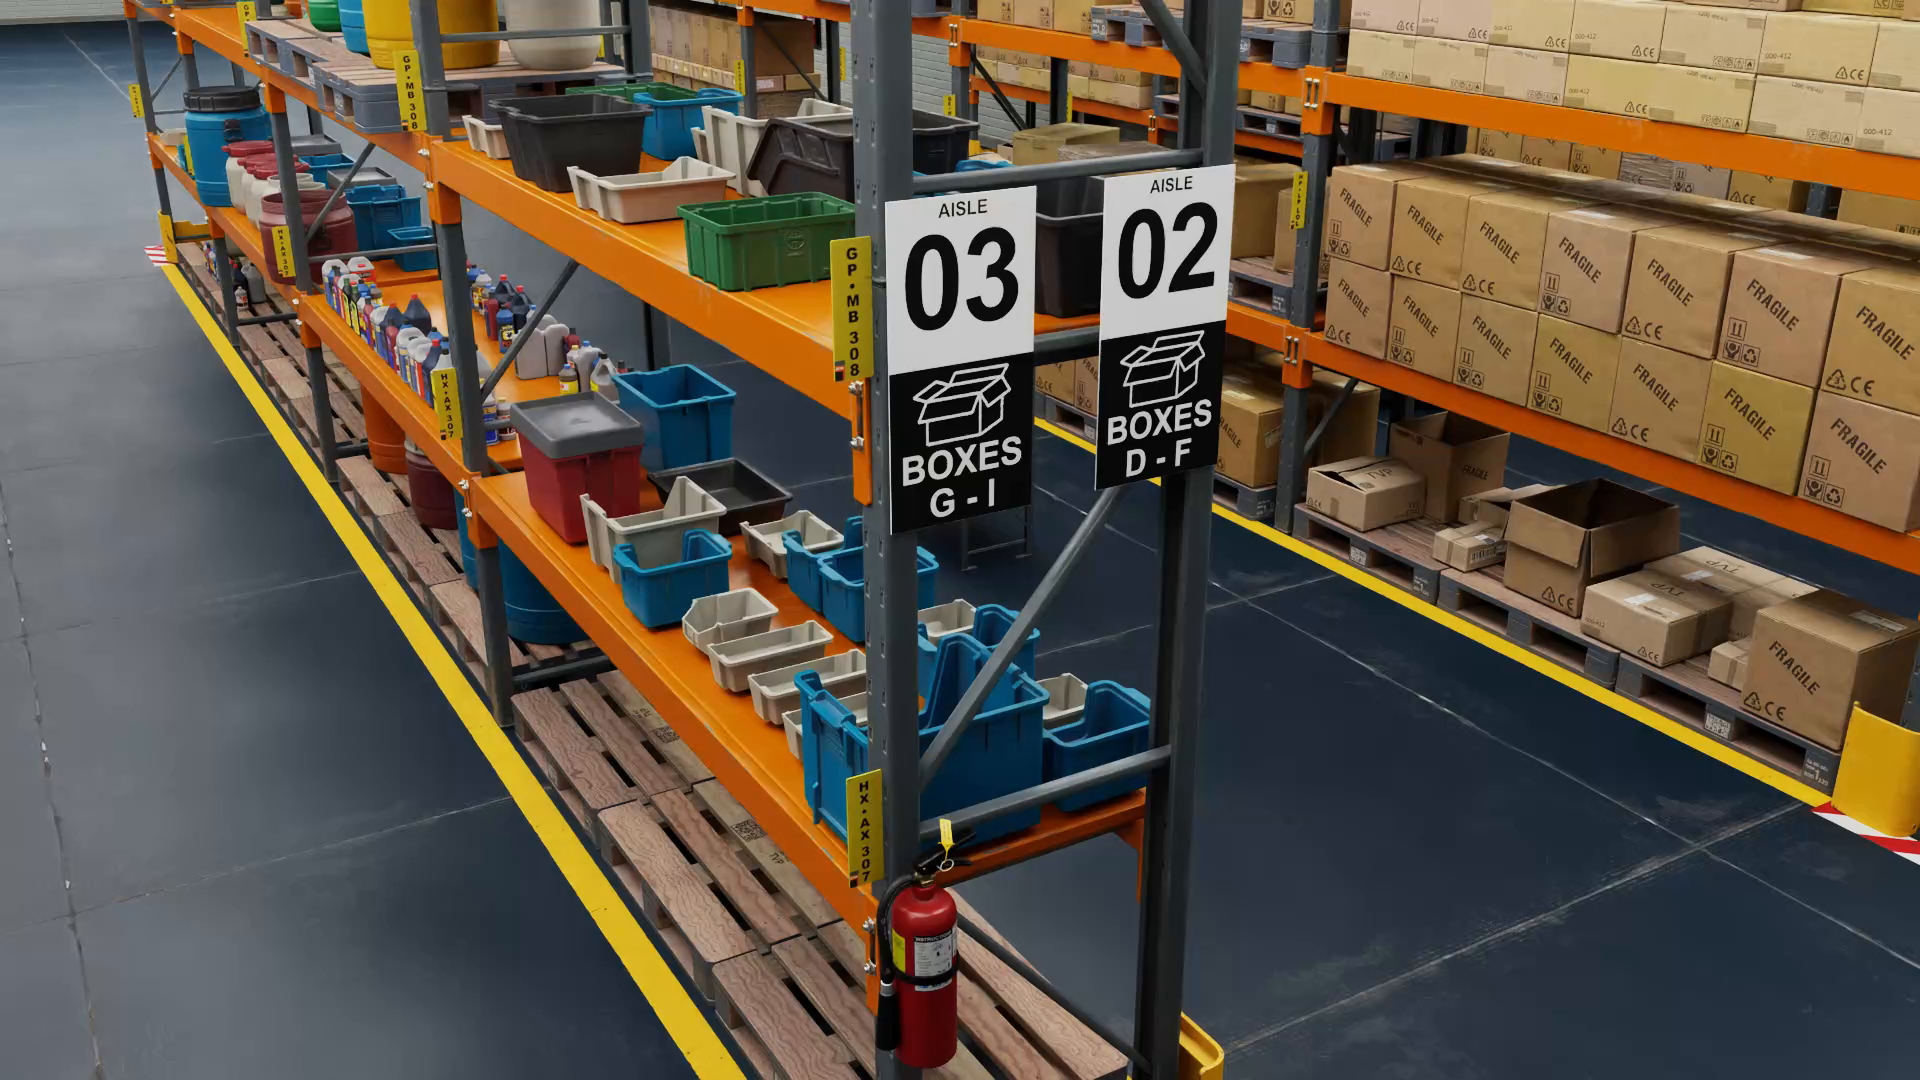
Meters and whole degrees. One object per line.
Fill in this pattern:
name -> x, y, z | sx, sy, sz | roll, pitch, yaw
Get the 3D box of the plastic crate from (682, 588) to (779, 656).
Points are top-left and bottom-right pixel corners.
plastic crate -> -0.817, 0.300, 5.860 | 0.298, 0.136, 0.250 | -13, 25, -28

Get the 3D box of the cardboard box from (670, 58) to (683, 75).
cardboard box -> -2.892, -5.102, 17.886 | 0.380, 0.149, 0.250 | -12, 25, -28

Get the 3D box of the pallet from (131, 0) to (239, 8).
pallet -> -6.361, -4.692, 14.139 | 1.213, 0.211, 1.003 | -13, 25, -28

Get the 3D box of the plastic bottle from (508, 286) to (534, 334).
plastic bottle -> -2.500, -1.276, 9.533 | 0.144, 0.351, 0.185 | -13, 25, -28

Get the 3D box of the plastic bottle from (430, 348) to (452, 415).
plastic bottle -> -2.573, -0.797, 8.355 | 0.144, 0.351, 0.185 | -13, 25, -28

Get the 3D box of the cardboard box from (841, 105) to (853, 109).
cardboard box -> -1.001, -3.751, 15.423 | 0.500, 0.500, 0.500 | -11, 24, -24

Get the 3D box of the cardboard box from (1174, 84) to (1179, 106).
cardboard box -> 2.552, -5.214, 19.328 | 0.500, 0.250, 0.500 | -12, 25, -28

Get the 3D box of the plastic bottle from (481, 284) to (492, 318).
plastic bottle -> -2.882, -1.466, 10.199 | 0.097, 0.201, 0.097 | 0, 22, 0

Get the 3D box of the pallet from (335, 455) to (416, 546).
pallet -> -3.427, -0.341, 10.871 | 1.003, 0.211, 1.213 | -13, 25, -28

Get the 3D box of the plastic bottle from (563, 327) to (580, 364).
plastic bottle -> -2.097, -1.020, 8.992 | 0.061, 0.283, 0.133 | -13, 25, -28

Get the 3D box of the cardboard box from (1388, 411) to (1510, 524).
cardboard box -> 2.973, -0.453, 10.178 | 0.500, 0.500, 0.500 | -13, 25, -28

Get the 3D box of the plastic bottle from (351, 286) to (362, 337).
plastic bottle -> -3.539, -1.347, 9.798 | 0.061, 0.283, 0.133 | -13, 25, -28

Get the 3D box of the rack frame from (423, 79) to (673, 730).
rack frame -> -1.822, -0.585, 7.768 | 1.000, 3.000, 0.127 | -13, 25, -28

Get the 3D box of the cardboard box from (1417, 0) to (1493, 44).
cardboard box -> 2.730, -2.722, 8.576 | 0.500, 0.250, 0.500 | -13, 25, -28

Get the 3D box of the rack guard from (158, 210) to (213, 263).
rack guard -> -7.873, -3.296, 17.758 | 1.175, 0.500, 0.348 | -13, 25, -28

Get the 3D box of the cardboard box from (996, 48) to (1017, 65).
cardboard box -> 0.794, -6.289, 20.976 | 0.500, 0.500, 0.500 | -13, 25, -28

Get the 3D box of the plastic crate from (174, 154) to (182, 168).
plastic crate -> -6.956, -3.530, 15.363 | 0.530, 0.136, 0.437 | -13, 25, -28

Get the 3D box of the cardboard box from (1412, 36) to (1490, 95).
cardboard box -> 2.726, -2.490, 8.668 | 0.500, 0.250, 0.500 | -13, 25, -28

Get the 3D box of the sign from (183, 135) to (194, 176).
sign -> -6.387, -3.201, 13.836 | 0.100, 0.325, 0.005 | -13, 25, -28

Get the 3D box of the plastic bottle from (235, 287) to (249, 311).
plastic bottle -> -6.362, -2.140, 14.725 | 0.097, 0.201, 0.097 | 0, 22, 0

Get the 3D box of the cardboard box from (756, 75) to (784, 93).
cardboard box -> -1.972, -4.520, 16.455 | 0.380, 0.149, 0.250 | -13, 25, -28

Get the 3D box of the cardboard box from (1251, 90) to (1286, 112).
cardboard box -> 3.481, -4.770, 17.347 | 0.700, 0.500, 0.500 | -9, 24, -21

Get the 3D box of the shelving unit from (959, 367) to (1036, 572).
shelving unit -> -0.044, -0.722, 10.097 | 0.538, 1.500, 1.048 | -13, 25, -28

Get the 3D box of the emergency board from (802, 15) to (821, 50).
emergency board -> -2.628, -9.065, 28.630 | 0.194, 1.169, 0.643 | -13, 25, -28

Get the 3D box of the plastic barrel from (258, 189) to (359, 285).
plastic barrel -> -4.363, -2.035, 11.155 | 0.600, 0.536, 0.708 | -13, 25, -28

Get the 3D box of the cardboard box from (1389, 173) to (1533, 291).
cardboard box -> 2.701, -1.673, 8.983 | 0.500, 0.500, 0.500 | -13, 26, -30

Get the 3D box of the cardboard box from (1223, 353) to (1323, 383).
cardboard box -> 2.118, -0.957, 11.417 | 0.500, 0.500, 0.500 | -12, 25, -27

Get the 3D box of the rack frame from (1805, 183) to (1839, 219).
rack frame -> 6.695, -2.491, 12.457 | 1.000, 3.000, 0.127 | -13, 25, -28

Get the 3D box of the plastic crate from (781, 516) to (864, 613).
plastic crate -> -0.448, 0.092, 6.243 | 0.416, 0.233, 0.300 | -13, 25, -28

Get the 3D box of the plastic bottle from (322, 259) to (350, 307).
plastic bottle -> -3.922, -1.621, 10.480 | 0.152, 0.276, 0.135 | -13, 25, -28

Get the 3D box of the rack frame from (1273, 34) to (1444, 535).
rack frame -> 2.438, -1.537, 10.109 | 1.000, 3.000, 0.127 | -13, 25, -28

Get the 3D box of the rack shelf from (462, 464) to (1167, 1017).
rack shelf -> -0.801, 0.395, 6.311 | 1.077, 0.370, 4.000 | -13, 25, -28

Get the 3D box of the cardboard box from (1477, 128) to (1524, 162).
cardboard box -> 4.939, -3.601, 14.634 | 0.500, 0.500, 0.500 | -12, 25, -26

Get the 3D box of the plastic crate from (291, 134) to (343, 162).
plastic crate -> -5.398, -3.107, 13.887 | 0.402, 0.464, 0.583 | -13, 25, -28

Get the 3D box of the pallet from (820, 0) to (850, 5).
pallet -> -0.603, -4.698, 14.153 | 1.003, 0.211, 1.213 | -11, 25, -26

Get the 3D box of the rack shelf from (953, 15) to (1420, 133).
rack shelf -> 1.416, -3.241, 11.273 | 1.077, 0.370, 4.000 | -13, 25, -28

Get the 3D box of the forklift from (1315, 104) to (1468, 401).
forklift -> 3.478, -2.930, 13.627 | 1.130, 2.935, 3.031 | 0, 22, 0

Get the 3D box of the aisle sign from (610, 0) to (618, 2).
aisle sign -> -3.989, -6.588, 19.084 | 0.394, 0.787, 0.004 | -13, 25, -28

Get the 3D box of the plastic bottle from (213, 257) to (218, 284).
plastic bottle -> -6.964, -2.554, 15.651 | 0.097, 0.271, 0.097 | 0, 22, 0

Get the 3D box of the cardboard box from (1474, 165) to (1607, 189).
cardboard box -> 3.183, -1.767, 9.215 | 0.500, 0.500, 0.500 | -13, 26, -29

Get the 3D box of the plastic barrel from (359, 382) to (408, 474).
plastic barrel -> -3.601, -0.914, 10.902 | 0.600, 0.830, 0.708 | -13, 25, -28

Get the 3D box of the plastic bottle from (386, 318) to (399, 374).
plastic bottle -> -3.090, -1.063, 9.098 | 0.061, 0.283, 0.133 | -13, 25, -28

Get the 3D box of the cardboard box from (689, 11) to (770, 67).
cardboard box -> -2.395, -5.242, 17.369 | 0.700, 0.500, 0.500 | -13, 25, -28

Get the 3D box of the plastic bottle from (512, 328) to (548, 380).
plastic bottle -> -2.335, -1.022, 9.006 | 0.152, 0.276, 0.135 | -13, 25, -28

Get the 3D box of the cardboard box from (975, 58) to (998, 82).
cardboard box -> 0.541, -6.096, 21.499 | 0.500, 0.250, 0.500 | -13, 26, -30

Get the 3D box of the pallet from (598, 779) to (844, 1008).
pallet -> -0.786, 1.332, 6.753 | 1.003, 0.211, 1.213 | -13, 25, -28

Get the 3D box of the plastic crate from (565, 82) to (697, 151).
plastic crate -> -1.346, -1.798, 7.049 | 0.450, 0.188, 0.662 | -13, 25, -28

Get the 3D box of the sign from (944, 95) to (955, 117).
sign -> -0.081, -3.260, 12.812 | 0.100, 0.325, 0.005 | -13, 25, -28

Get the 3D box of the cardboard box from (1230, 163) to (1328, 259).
cardboard box -> 1.983, -2.185, 11.012 | 0.700, 0.500, 0.500 | -8, 24, -20

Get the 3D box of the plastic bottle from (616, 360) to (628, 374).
plastic bottle -> -1.711, -0.775, 8.390 | 0.061, 0.283, 0.133 | -13, 25, -28

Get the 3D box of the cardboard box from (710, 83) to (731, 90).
cardboard box -> -2.156, -4.485, 17.229 | 0.700, 0.500, 0.500 | -13, 25, -29

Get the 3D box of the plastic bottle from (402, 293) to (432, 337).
plastic bottle -> -3.074, -1.227, 9.411 | 0.144, 0.351, 0.185 | -13, 25, -28

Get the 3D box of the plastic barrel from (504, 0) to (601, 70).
plastic barrel -> -1.876, -2.451, 7.637 | 0.433, 0.535, 0.433 | 0, 22, 0

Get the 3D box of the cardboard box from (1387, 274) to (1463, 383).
cardboard box -> 2.728, -1.201, 9.149 | 0.500, 0.500, 0.500 | -12, 25, -27

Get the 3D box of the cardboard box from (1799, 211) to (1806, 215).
cardboard box -> 6.279, -2.439, 12.635 | 0.380, 0.149, 0.250 | -12, 25, -28
